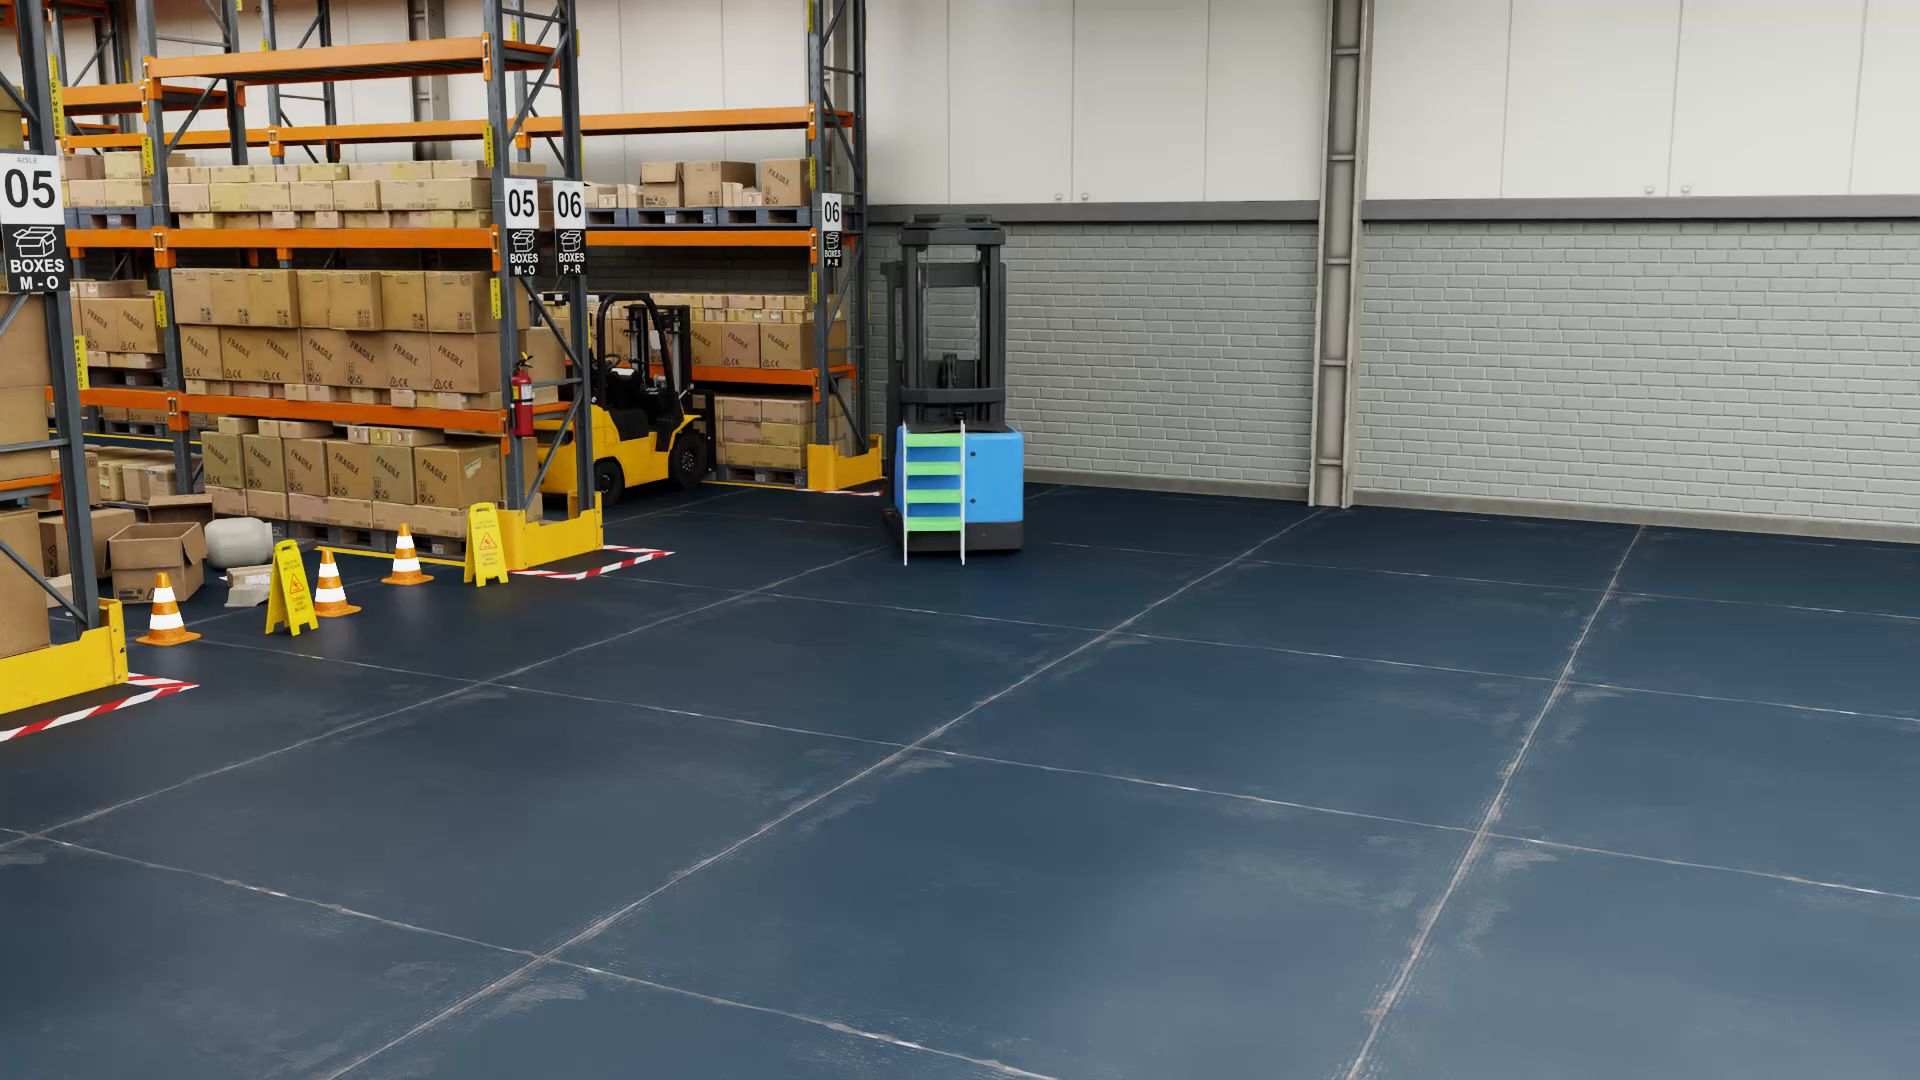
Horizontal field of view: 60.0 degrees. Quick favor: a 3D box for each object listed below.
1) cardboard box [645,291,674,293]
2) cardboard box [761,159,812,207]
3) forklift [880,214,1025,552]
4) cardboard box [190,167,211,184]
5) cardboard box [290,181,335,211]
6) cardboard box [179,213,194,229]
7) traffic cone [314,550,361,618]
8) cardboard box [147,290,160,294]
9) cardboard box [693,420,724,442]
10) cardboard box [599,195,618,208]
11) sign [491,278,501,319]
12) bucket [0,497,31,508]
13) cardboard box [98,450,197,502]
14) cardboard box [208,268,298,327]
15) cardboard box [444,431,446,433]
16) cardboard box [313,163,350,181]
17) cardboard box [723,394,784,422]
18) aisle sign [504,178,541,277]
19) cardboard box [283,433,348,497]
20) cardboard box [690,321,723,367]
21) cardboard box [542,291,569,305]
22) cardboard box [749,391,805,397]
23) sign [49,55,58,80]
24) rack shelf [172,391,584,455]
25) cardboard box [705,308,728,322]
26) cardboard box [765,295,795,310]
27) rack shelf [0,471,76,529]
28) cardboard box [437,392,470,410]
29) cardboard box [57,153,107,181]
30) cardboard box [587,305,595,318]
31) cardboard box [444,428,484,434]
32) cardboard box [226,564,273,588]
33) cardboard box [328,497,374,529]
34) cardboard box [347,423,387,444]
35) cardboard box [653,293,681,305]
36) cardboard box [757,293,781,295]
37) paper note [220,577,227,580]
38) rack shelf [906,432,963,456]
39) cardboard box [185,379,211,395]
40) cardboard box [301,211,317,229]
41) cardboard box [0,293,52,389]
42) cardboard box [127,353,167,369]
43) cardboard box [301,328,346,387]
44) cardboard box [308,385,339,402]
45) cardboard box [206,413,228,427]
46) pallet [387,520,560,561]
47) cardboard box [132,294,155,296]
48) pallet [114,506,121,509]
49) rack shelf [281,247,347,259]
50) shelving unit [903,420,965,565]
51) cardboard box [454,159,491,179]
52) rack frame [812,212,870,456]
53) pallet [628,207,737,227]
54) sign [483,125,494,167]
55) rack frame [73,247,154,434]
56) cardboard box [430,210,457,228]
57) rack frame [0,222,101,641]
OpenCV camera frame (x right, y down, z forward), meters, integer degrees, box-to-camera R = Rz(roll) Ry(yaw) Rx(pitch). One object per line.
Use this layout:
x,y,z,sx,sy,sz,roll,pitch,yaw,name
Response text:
-3.552,-2.890,19.837,0.250,0.149,0.380,5,11,25,cardboard box
-1.816,-3.892,18.150,0.500,0.500,0.500,5,12,28,cardboard box
-0.161,-1.550,15.567,1.130,2.935,3.031,-1,10,-8,forklift
-6.707,-3.289,15.026,0.250,0.149,0.380,5,12,28,cardboard box
-5.454,-2.987,14.477,0.500,0.250,0.500,5,11,26,cardboard box
-6.918,-2.925,15.254,0.250,0.149,0.380,5,11,25,cardboard box
-4.646,0.302,12.260,0.334,0.463,0.336,5,11,26,traffic cone
-11.273,-3.202,23.039,0.500,0.500,0.700,5,11,26,cardboard box
-2.803,-1.282,19.028,0.500,0.250,0.500,5,11,25,cardboard box
-3.941,-3.894,19.147,0.250,0.149,0.380,5,12,28,cardboard box
-3.767,-1.960,13.500,0.005,0.325,0.100,5,11,26,sign
-8.048,-0.333,13.573,0.726,0.611,0.620,-10,4,-43,bucket
-8.209,-0.648,16.587,0.625,0.372,0.950,6,12,29,cardboard box
-6.344,-2.212,15.105,0.500,0.500,0.700,5,11,26,cardboard box
-5.043,-0.736,15.308,0.500,0.500,0.500,5,12,27,cardboard box
-5.328,-3.162,14.322,0.250,0.149,0.380,5,12,27,cardboard box
-2.322,-1.487,18.755,0.500,0.250,0.500,5,12,27,cardboard box
-3.576,-2.550,13.598,0.004,0.787,0.394,5,11,26,aisle sign
-5.732,-0.689,15.050,0.500,0.500,0.500,6,12,29,cardboard box
-2.789,-2.244,18.925,0.500,0.500,0.500,5,11,25,cardboard box
-4.743,-2.873,19.742,0.250,0.149,0.380,5,12,27,cardboard box
-2.108,-1.568,19.203,0.500,0.250,0.500,5,11,26,cardboard box
-12.329,-6.426,22.624,0.005,0.325,0.100,5,11,26,sign
-5.297,-1.126,15.047,4.000,0.370,1.077,5,11,26,rack shelf
-2.671,-2.547,18.776,0.250,0.149,0.380,5,11,24,cardboard box
-1.960,-2.639,18.451,0.250,0.149,0.380,5,11,26,cardboard box
-7.397,-0.327,10.635,4.000,0.370,1.077,5,11,26,rack shelf
-4.210,-1.196,14.121,0.250,0.149,0.380,5,11,25,cardboard box
-8.592,-3.594,16.083,0.500,0.250,0.500,5,12,27,cardboard box
-4.249,-2.695,19.598,0.250,0.149,0.380,5,11,26,cardboard box
-6.063,-1.570,20.972,0.625,0.625,0.875,5,11,25,cardboard box
-5.572,0.300,13.154,0.380,0.149,0.250,-7,12,-33,cardboard box
-5.280,-0.279,14.890,0.500,0.250,0.500,5,11,24,cardboard box
-5.156,-0.945,14.643,0.250,0.149,0.380,6,12,28,cardboard box
-3.322,-2.767,19.158,0.250,0.149,0.380,5,11,26,cardboard box
-2.196,-2.757,19.103,0.250,0.149,0.380,5,11,26,cardboard box
-5.928,0.297,13.535,0.148,0.019,0.142,-10,14,-43,paper note
-0.220,-0.805,13.937,0.480,0.148,0.258,-1,14,-3,rack shelf
-6.950,-1.438,15.456,0.250,0.149,0.380,5,11,26,cardboard box
-5.535,-2.804,14.584,0.250,0.149,0.380,5,11,26,cardboard box
-5.919,-1.164,9.787,0.550,0.550,0.875,5,11,26,cardboard box
-7.674,-1.717,15.820,0.250,0.149,0.380,5,11,27,cardboard box
-5.453,-1.640,14.751,0.500,0.500,0.500,5,11,26,cardboard box
-5.569,-1.320,14.806,0.250,0.149,0.380,5,11,26,cardboard box
-9.874,-1.803,22.610,0.500,0.500,0.500,6,12,28,cardboard box
-4.285,-0.026,14.779,1.213,0.211,1.003,5,11,26,pallet
-8.271,-2.203,16.683,0.500,0.500,0.500,5,11,25,cardboard box
-8.888,-0.422,16.970,1.213,0.211,1.003,5,11,26,pallet
-6.691,-3.710,20.904,4.000,0.370,1.077,5,11,26,rack shelf
-0.221,-0.401,14.036,0.503,1.200,0.258,-1,14,-3,shelving unit
-3.938,-3.046,13.684,0.250,0.149,0.380,5,11,26,cardboard box
-1.311,-2.115,18.494,0.127,3.000,1.000,5,11,26,rack frame
-3.031,-3.703,19.096,1.213,0.211,1.003,5,11,26,pallet
-3.767,-3.147,13.286,0.005,0.325,0.100,5,11,26,sign
-12.072,-3.061,23.719,0.127,3.000,1.000,5,11,26,rack frame
-4.185,-2.672,13.856,0.250,0.149,0.380,5,11,26,cardboard box
-5.603,-0.524,9.700,0.127,3.000,1.000,5,11,26,rack frame
